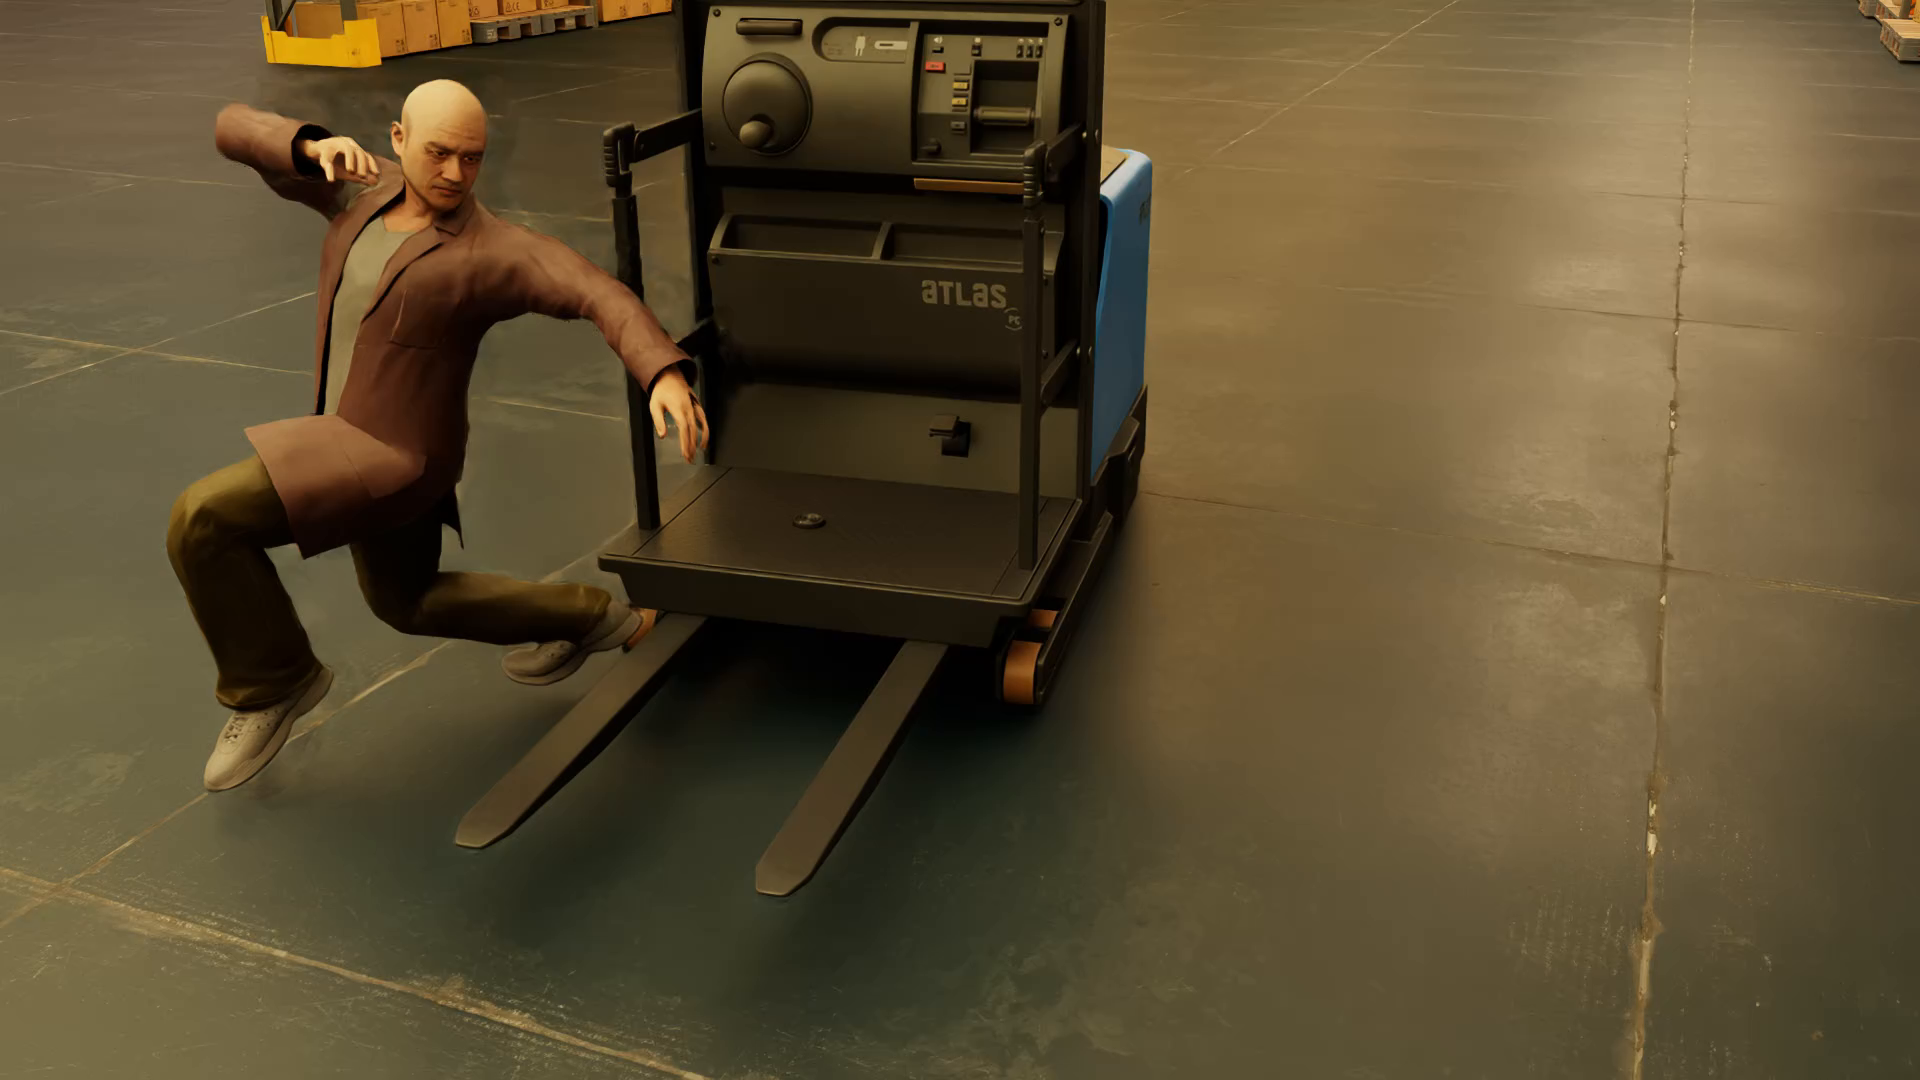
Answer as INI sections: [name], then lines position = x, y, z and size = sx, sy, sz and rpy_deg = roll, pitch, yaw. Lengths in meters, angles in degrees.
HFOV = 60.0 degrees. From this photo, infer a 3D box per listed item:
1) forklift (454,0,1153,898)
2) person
[forklift]
position = -0.248, -1.105, 3.935
size = 1.130, 2.935, 3.031
rpy_deg = 6, 23, 14
[person]
position = -1.126, -0.179, 3.488
size = 1.022, 1.471, 1.046
rpy_deg = -16, 27, -33
